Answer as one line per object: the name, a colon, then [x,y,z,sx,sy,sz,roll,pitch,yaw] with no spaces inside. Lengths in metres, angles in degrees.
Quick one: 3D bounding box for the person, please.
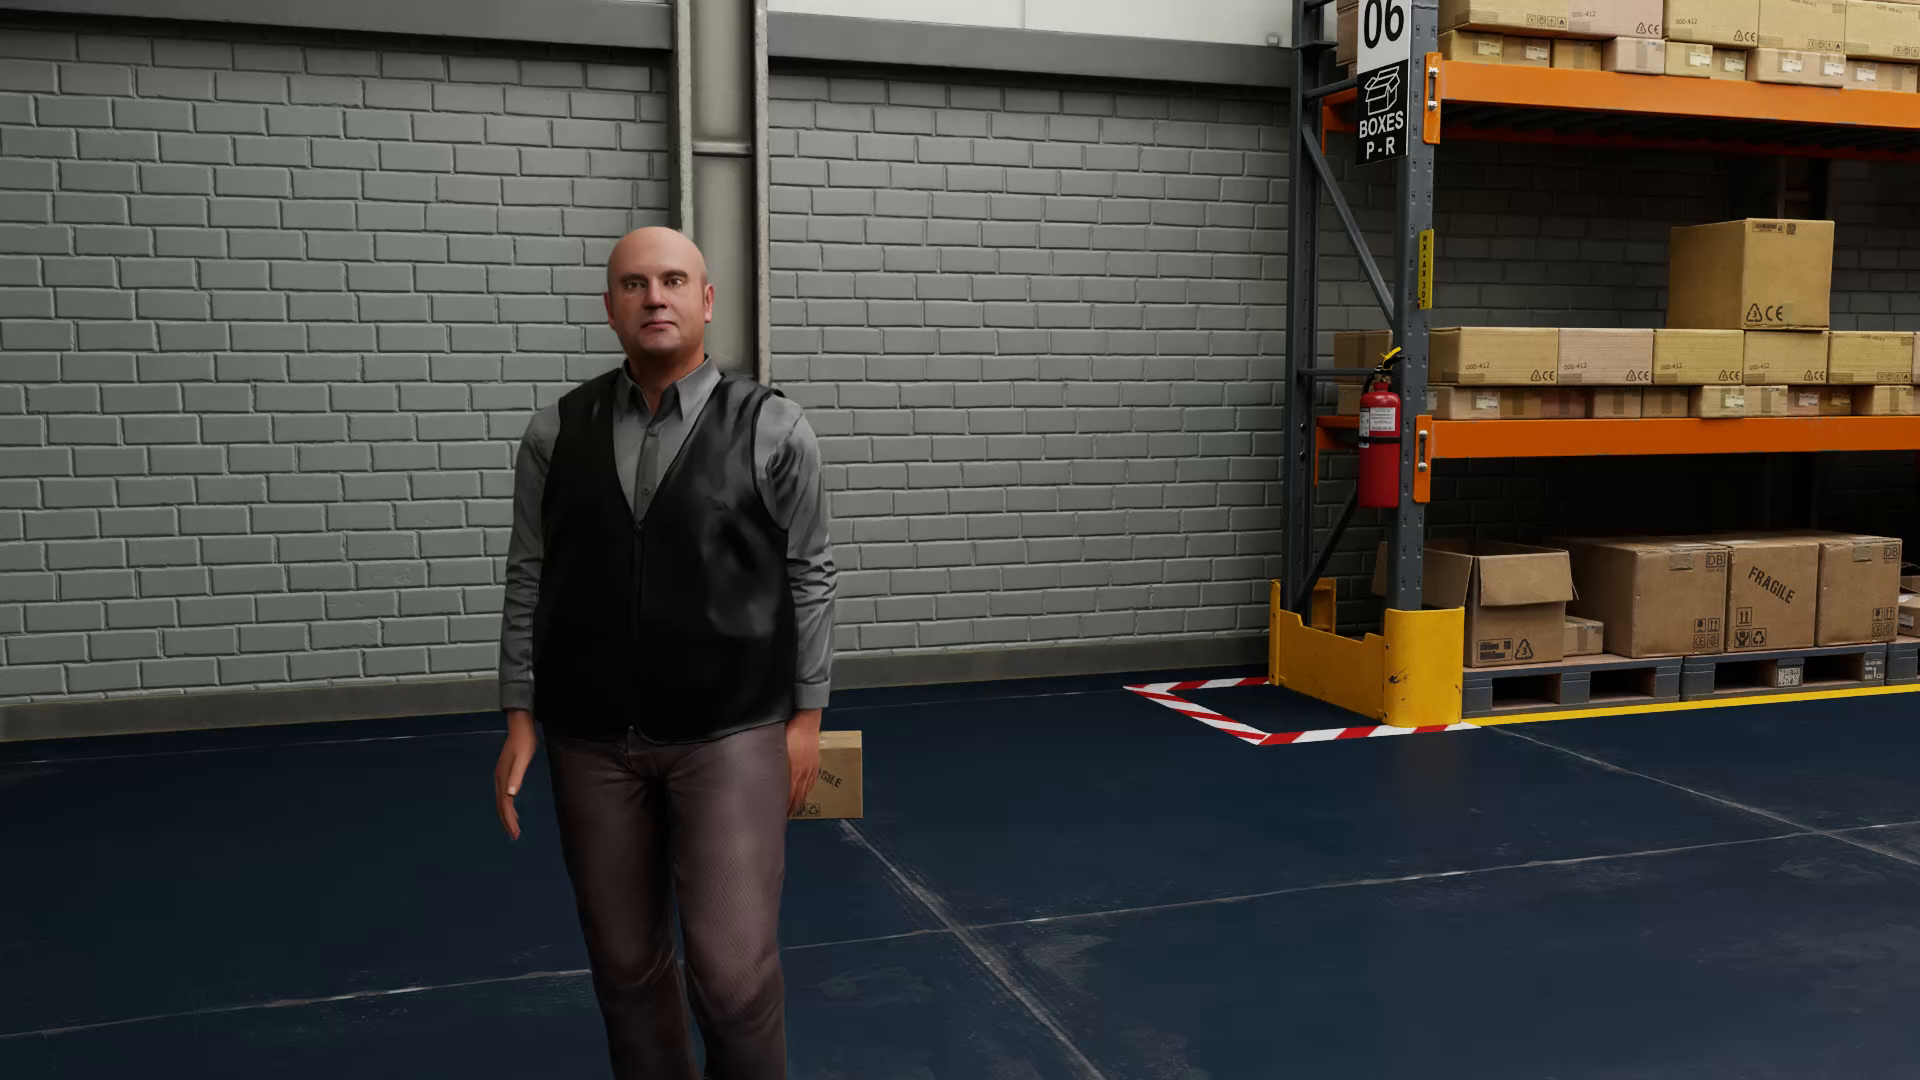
person: [-0.496,0.395,2.763,0.550,1.656,0.461,1,6,5]
